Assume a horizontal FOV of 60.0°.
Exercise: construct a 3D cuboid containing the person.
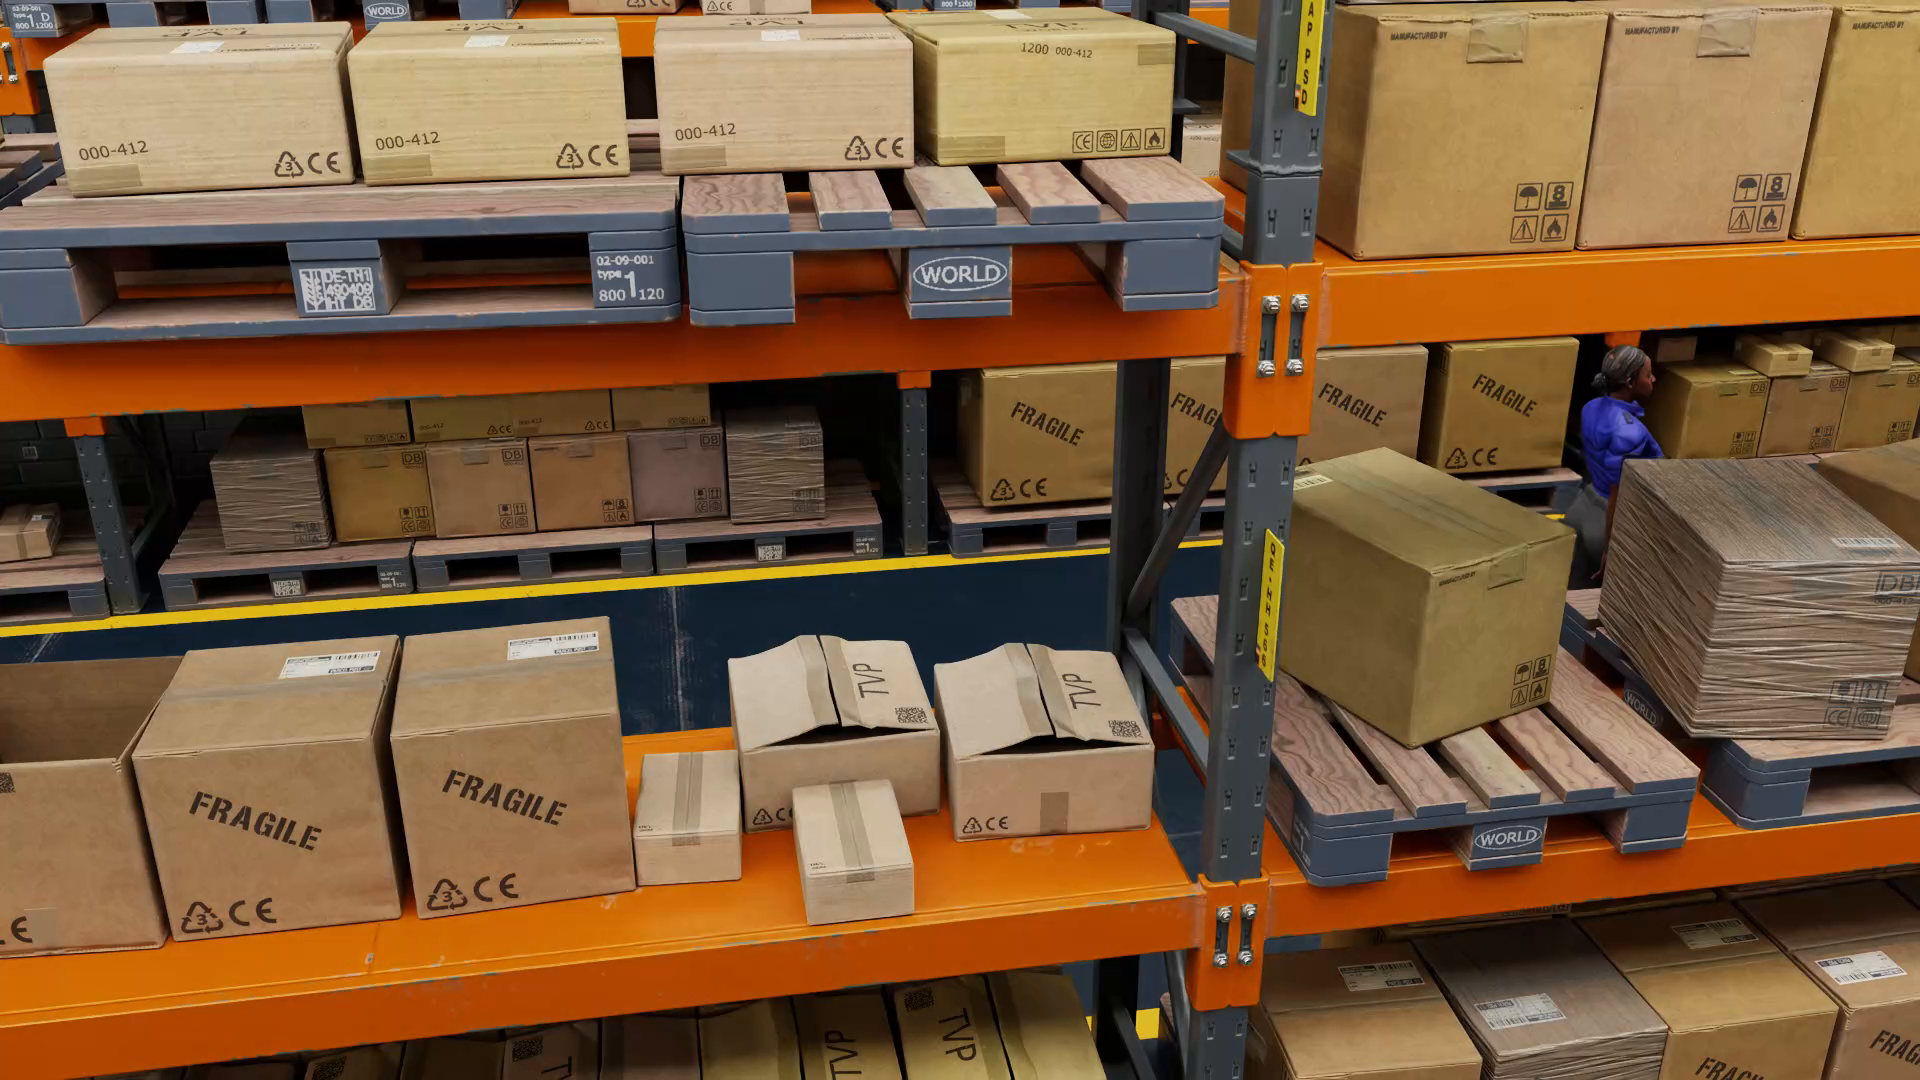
[{"bbox_3d":[2.825,-0.028,7.140,0.426,1.676,0.444,-3,24,-7],"label":"person"}]
